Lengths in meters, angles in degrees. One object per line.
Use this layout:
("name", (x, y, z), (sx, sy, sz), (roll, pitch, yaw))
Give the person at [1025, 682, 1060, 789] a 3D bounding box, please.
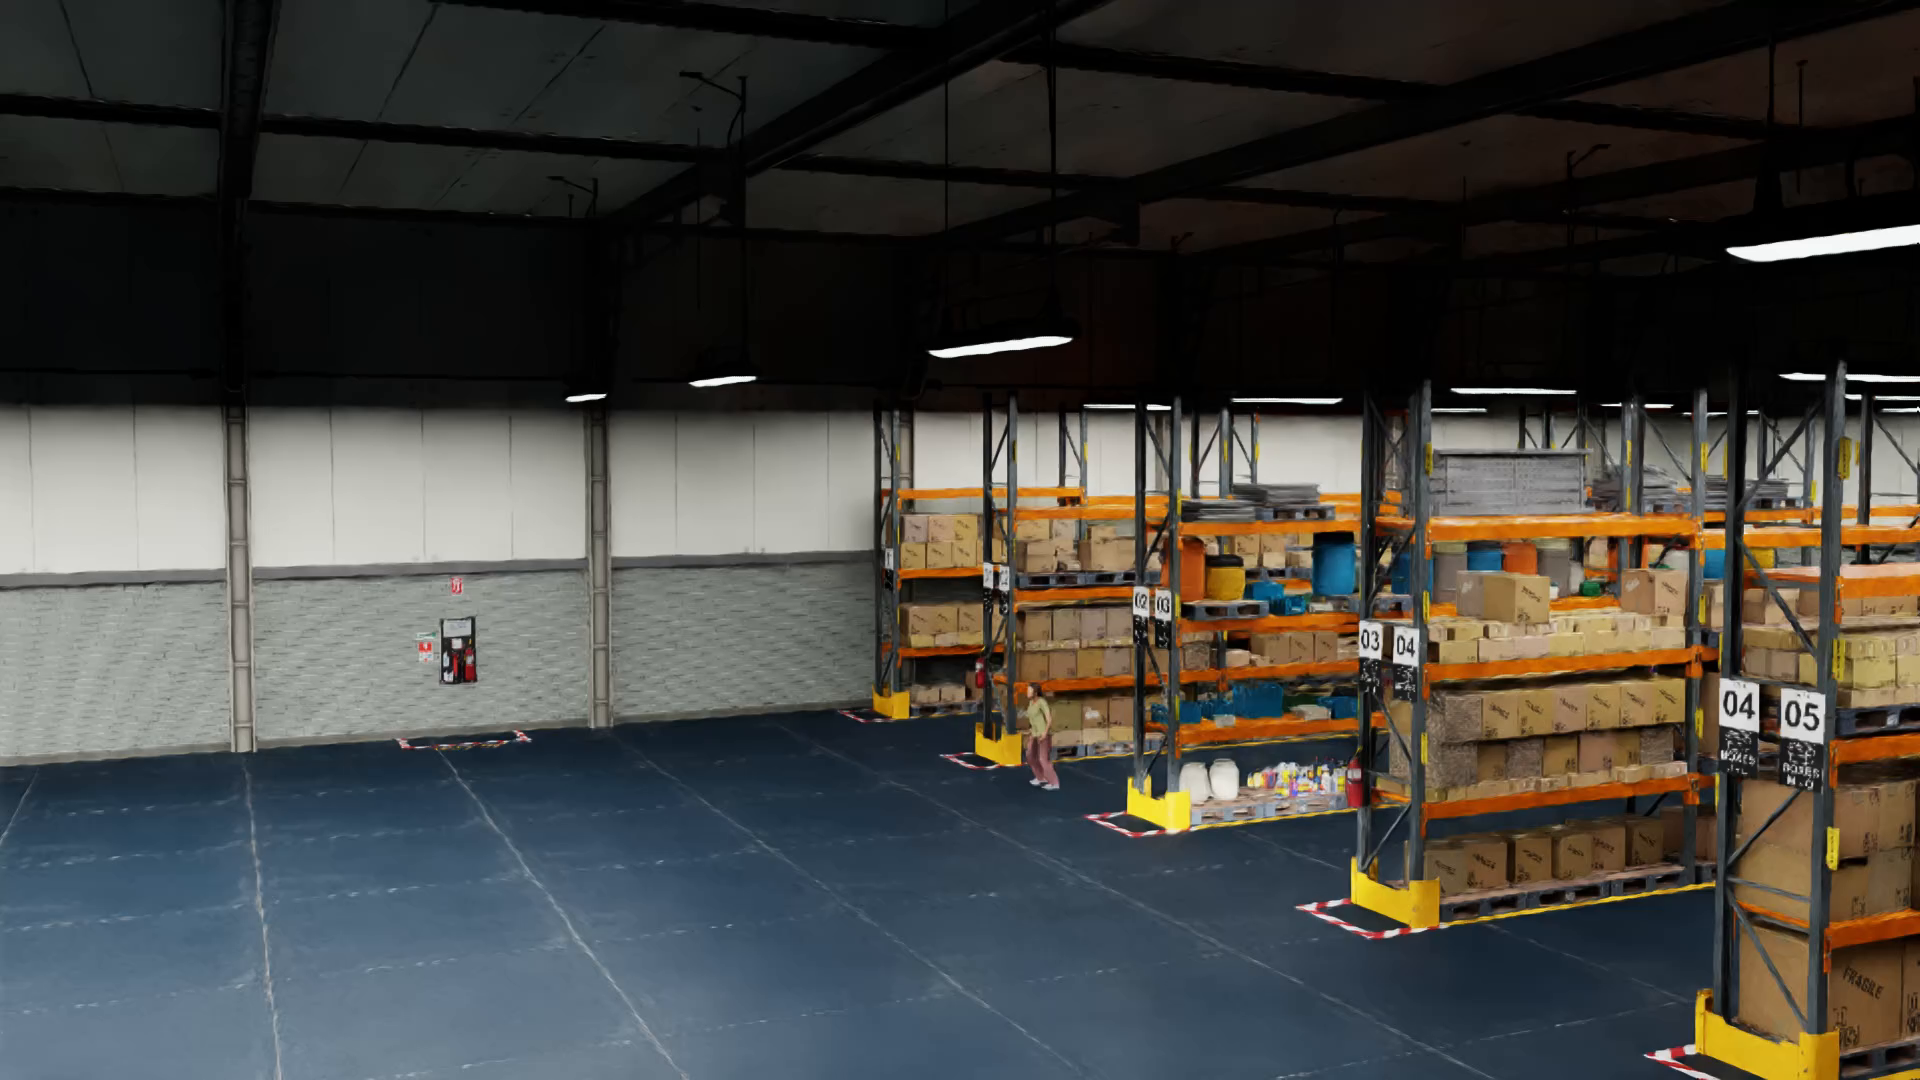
("person", (1.214, 2.914, 24.883), (0.507, 1.619, 0.598), (-2, 4, -27))
